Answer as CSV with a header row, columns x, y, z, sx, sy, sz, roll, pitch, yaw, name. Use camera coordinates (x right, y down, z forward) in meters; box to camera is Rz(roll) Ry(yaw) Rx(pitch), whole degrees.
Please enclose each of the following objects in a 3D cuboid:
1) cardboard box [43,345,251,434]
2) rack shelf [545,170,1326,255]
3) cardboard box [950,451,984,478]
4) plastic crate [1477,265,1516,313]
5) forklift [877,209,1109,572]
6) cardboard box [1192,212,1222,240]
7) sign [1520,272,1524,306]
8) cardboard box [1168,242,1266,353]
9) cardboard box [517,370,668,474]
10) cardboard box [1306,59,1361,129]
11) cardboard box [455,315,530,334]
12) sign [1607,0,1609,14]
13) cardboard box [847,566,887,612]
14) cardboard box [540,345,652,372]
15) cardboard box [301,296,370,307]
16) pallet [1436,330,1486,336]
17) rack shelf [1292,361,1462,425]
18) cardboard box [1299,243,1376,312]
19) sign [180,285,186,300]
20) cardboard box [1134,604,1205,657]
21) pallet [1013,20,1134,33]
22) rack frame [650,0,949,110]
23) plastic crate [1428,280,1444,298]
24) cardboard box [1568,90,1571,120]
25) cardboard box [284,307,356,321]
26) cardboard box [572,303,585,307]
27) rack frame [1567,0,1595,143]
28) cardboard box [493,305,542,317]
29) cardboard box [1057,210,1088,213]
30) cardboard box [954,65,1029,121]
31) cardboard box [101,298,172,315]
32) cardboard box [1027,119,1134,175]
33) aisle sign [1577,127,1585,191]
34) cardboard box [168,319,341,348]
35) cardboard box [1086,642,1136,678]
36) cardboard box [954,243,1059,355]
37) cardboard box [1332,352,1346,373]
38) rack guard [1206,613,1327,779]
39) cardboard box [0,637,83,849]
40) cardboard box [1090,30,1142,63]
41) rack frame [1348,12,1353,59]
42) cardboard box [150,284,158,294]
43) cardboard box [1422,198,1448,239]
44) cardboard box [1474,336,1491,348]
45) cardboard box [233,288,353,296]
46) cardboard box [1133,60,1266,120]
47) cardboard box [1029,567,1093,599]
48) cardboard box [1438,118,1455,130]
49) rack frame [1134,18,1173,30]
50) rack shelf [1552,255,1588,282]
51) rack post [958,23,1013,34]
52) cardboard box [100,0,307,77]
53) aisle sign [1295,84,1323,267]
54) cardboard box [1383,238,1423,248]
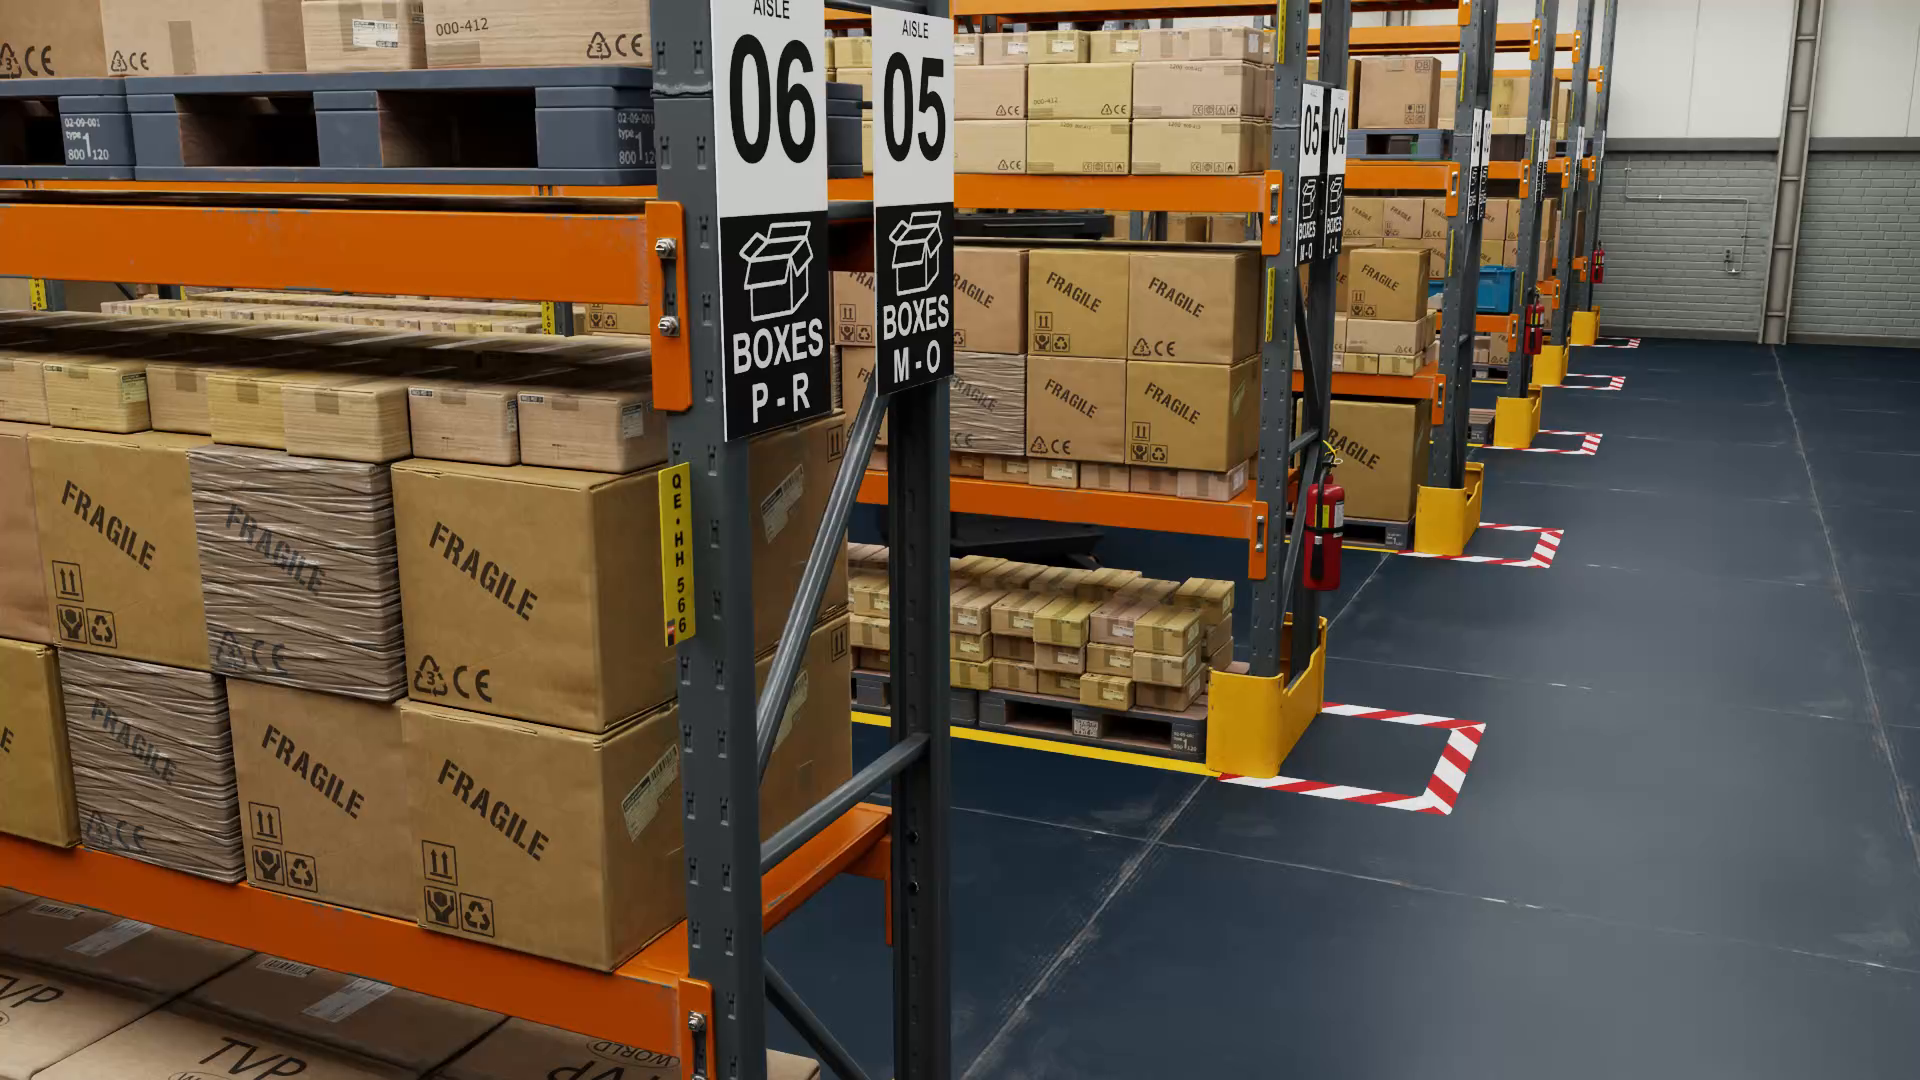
x,y,z,sx,sy,sz,roll,pitch,yaw,name
-1.877,-0.356,3.877,0.250,0.149,0.380,6,15,25,cardboard box
-0.195,-1.745,8.633,4.000,0.370,1.077,6,14,23,rack shelf
0.079,-0.436,8.597,0.250,0.149,0.380,5,14,21,cardboard box
5.359,-2.549,16.844,0.499,0.435,0.616,6,14,23,plastic crate
0.329,-1.183,11.382,1.130,2.935,3.031,-5,14,-19,forklift
4.188,-5.282,27.785,0.500,0.500,0.500,6,15,25,cardboard box
5.533,-2.474,16.374,0.005,0.325,0.100,6,14,23,sign
1.331,-1.227,8.359,0.500,0.500,0.500,6,14,23,cardboard box
-0.688,-0.249,3.423,0.250,0.149,0.380,6,14,24,cardboard box
2.772,-3.353,12.553,0.500,0.500,0.700,5,14,21,cardboard box
-2.716,-1.213,9.685,0.250,0.149,0.380,5,14,22,cardboard box
9.521,-7.882,24.429,0.005,0.325,0.100,6,14,23,sign
-0.584,0.268,9.065,0.250,0.149,0.380,5,14,21,cardboard box
-0.760,-0.358,3.886,0.250,0.149,0.380,6,15,25,cardboard box
-4.115,-1.517,10.981,0.250,0.149,0.380,6,14,23,cardboard box
7.880,-3.393,26.754,1.213,0.211,1.003,6,14,23,pallet
1.906,-1.311,13.351,4.000,0.370,1.077,6,14,23,rack shelf
2.948,-2.060,13.005,0.500,0.500,0.500,5,14,22,cardboard box
-5.470,-1.829,11.623,0.005,0.325,0.100,6,14,23,sign
1.047,0.448,8.298,0.250,0.149,0.380,6,14,24,cardboard box
1.315,-5.585,18.147,1.213,0.211,1.003,6,14,23,pallet
-0.279,-2.327,2.974,0.127,3.000,1.000,6,14,23,rack frame
5.047,-2.611,17.551,0.300,0.233,0.416,6,14,23,plastic crate
9.184,-6.704,25.740,0.500,0.500,0.500,5,14,21,cardboard box
-3.908,-1.333,10.199,0.250,0.149,0.380,6,14,22,cardboard box
-3.245,-2.163,15.190,0.500,0.500,0.500,6,15,25,cardboard box
7.751,-6.466,20.611,0.127,3.000,1.000,6,14,23,rack frame
-2.688,-1.373,10.368,0.250,0.149,0.380,6,14,24,cardboard box
2.006,-5.625,28.977,0.500,0.500,0.700,4,14,17,cardboard box
0.174,-2.165,8.083,0.500,0.250,0.500,6,14,24,cardboard box
-5.333,-1.478,10.816,0.250,0.149,0.380,6,14,23,cardboard box
0.641,-1.870,7.918,0.500,0.250,0.500,6,14,23,cardboard box
7.932,-4.866,21.234,0.004,0.787,0.394,6,14,23,aisle sign
-1.892,-0.501,4.495,0.250,0.149,0.380,5,14,22,cardboard box
0.818,0.564,8.454,0.250,0.149,0.380,5,14,22,cardboard box
0.172,-1.213,8.301,0.500,0.500,0.500,7,15,26,cardboard box
2.808,-1.365,12.558,0.250,0.149,0.380,6,14,23,cardboard box
1.564,0.760,8.421,0.348,0.500,1.175,6,14,23,rack guard
-2.232,0.415,4.200,0.500,0.500,0.500,6,15,25,cardboard box
0.790,-2.311,7.831,0.250,0.149,0.380,5,14,22,cardboard box
6.097,-7.871,26.599,0.127,3.000,1.000,6,14,23,rack frame
-8.066,-2.888,17.628,0.500,0.500,0.875,6,14,23,cardboard box
6.294,-4.158,21.500,0.500,0.500,0.500,6,15,25,cardboard box
6.912,-2.576,22.225,0.500,0.250,0.500,6,14,23,cardboard box
-6.567,-2.980,16.658,1.000,1.000,1.000,6,14,24,cardboard box
0.027,-2.243,8.092,2.840,0.399,0.501,5,14,22,cardboard box
0.553,0.269,9.063,0.250,0.149,0.380,5,14,20,cardboard box
6.443,-5.868,23.840,2.300,0.260,5.442,6,14,23,cardboard box
2.084,-5.802,17.781,0.127,3.000,1.000,6,14,23,rack frame
7.925,-4.415,26.578,4.000,0.370,1.077,6,14,23,rack shelf
0.182,-5.719,18.523,0.954,0.300,0.937,8,15,29,rack post
-1.627,-1.225,3.902,0.500,0.311,0.500,6,15,24,cardboard box
1.579,-1.646,7.512,0.004,0.787,0.394,6,14,23,aisle sign
5.841,-3.720,21.821,0.500,0.500,0.500,6,14,22,cardboard box
